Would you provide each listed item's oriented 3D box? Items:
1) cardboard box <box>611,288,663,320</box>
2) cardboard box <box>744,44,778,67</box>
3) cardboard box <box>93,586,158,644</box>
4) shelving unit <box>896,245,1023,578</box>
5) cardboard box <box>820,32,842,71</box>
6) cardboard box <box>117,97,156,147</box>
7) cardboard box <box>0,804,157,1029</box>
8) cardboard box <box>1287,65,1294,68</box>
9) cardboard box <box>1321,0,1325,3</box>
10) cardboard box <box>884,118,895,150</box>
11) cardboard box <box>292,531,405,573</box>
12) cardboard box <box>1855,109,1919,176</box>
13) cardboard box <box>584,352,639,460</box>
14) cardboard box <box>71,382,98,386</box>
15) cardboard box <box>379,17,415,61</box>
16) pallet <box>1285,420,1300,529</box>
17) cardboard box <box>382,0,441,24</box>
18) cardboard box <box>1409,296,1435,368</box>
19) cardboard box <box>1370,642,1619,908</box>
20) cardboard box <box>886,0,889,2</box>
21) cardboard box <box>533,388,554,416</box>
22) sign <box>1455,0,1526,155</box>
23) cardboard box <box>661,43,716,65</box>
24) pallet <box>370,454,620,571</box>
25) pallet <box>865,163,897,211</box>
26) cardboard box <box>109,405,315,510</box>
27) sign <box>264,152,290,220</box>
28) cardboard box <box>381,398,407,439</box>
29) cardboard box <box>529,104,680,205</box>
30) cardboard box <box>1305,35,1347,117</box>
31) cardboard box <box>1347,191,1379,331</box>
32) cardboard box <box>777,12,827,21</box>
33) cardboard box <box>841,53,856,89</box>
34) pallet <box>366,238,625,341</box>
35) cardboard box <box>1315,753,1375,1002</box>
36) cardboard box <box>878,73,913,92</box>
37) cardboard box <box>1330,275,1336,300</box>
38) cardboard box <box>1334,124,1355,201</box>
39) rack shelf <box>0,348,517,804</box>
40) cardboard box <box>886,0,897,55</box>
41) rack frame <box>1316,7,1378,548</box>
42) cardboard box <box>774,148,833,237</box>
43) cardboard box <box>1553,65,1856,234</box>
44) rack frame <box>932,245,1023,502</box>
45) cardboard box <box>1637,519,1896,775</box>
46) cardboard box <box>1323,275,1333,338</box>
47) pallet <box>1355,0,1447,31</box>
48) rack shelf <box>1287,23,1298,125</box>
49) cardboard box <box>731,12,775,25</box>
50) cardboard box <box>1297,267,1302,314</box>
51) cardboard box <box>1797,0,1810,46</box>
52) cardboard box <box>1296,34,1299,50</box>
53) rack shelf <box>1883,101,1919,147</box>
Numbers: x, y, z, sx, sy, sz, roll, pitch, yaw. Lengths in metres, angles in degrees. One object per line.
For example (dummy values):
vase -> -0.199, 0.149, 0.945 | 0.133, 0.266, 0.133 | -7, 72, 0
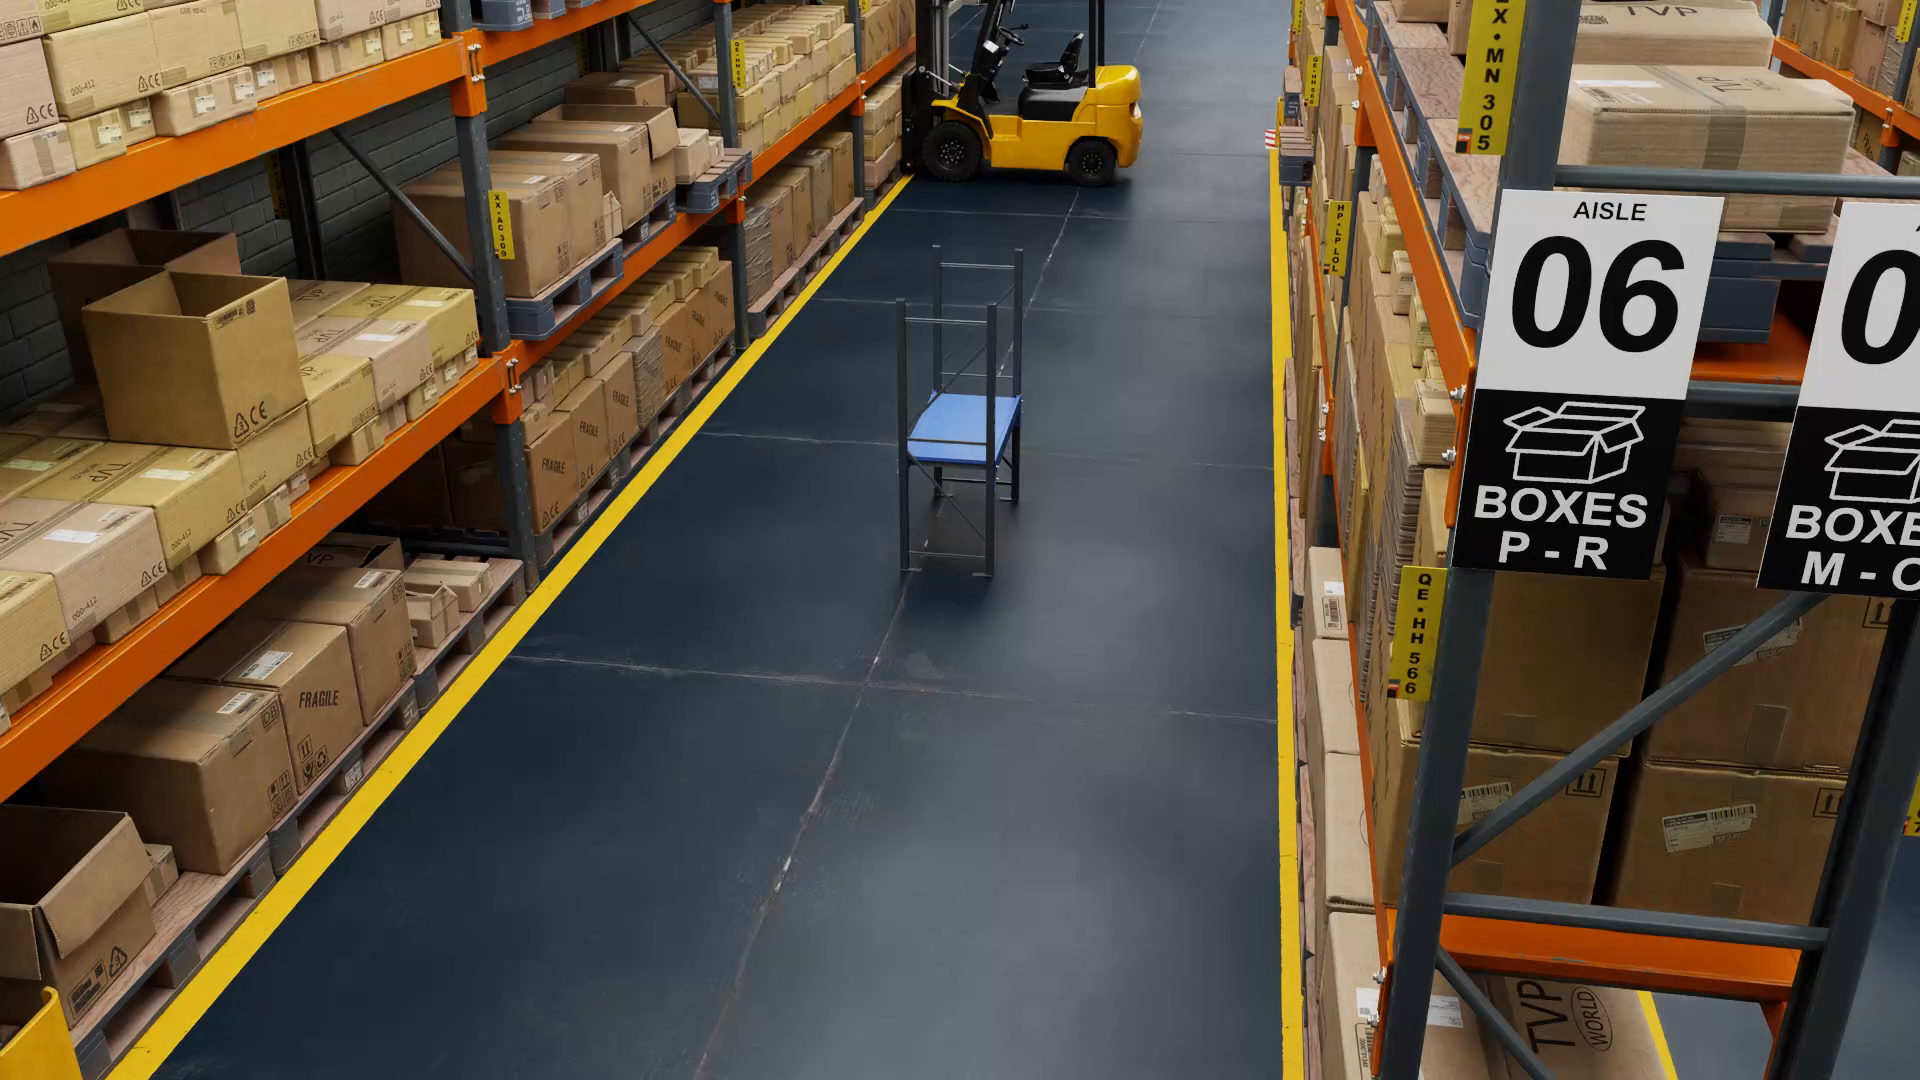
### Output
cardboard box -> -2.118, -1.499, 10.603 | 0.380, 0.149, 0.250 | 4, 25, 8
cardboard box -> -1.615, -3.697, 12.727 | 0.380, 0.149, 0.250 | 4, 25, 9
cardboard box -> -2.936, 0.211, 5.557 | 0.380, 0.149, 0.250 | 5, 26, 10
shelving unit -> 0.014, -0.715, 9.008 | 0.538, 1.500, 1.048 | 4, 25, 9
cardboard box -> -1.310, -4.199, 14.270 | 0.500, 0.250, 0.500 | 3, 25, 7
cardboard box -> -2.852, -1.355, 5.365 | 0.380, 0.149, 0.250 | 4, 25, 8
cardboard box -> -3.173, 1.230, 5.532 | 0.797, 0.503, 0.637 | 3, 25, 6
cardboard box -> 3.738, -4.767, 17.758 | 0.500, 0.500, 0.500 | 3, 25, 7
cardboard box -> 2.991, -4.168, 12.886 | 0.380, 0.149, 0.250 | 5, 26, 11
cardboard box -> -0.941, -4.043, 16.507 | 0.500, 0.250, 0.500 | 4, 25, 8
cardboard box -> -3.054, 0.154, 8.059 | 0.500, 0.311, 0.500 | 5, 26, 10
cardboard box -> 8.564, -3.323, 14.821 | 0.875, 0.875, 0.875 | 4, 25, 9
cardboard box -> -2.248, -0.810, 9.896 | 0.500, 0.500, 0.500 | 3, 25, 7
cardboard box -> -3.221, -0.586, 6.790 | 0.500, 0.250, 0.500 | 5, 25, 10
cardboard box -> -2.523, -2.105, 6.968 | 0.380, 0.149, 0.250 | 4, 25, 8
pallet -> 2.434, -0.368, 9.787 | 1.003, 0.211, 1.213 | 4, 25, 9
cardboard box -> -2.544, -2.340, 6.998 | 0.500, 0.250, 0.500 | 4, 25, 9
cardboard box -> 1.547, -0.612, 4.956 | 0.380, 0.149, 0.250 | 5, 25, 10
cardboard box -> 1.349, 0.616, 4.277 | 0.500, 0.500, 0.500 | 4, 25, 9
cardboard box -> -0.880, -5.361, 16.281 | 0.380, 0.149, 0.250 | 4, 25, 8
cardboard box -> -2.423, -0.738, 8.977 | 0.380, 0.149, 0.250 | 3, 25, 7
sign -> 0.998, -0.886, 3.114 | 0.100, 0.325, 0.005 | 4, 25, 9
cardboard box -> -2.080, -3.728, 12.794 | 0.380, 0.149, 0.250 | 4, 25, 8
pallet -> -2.617, -0.214, 9.457 | 1.003, 0.211, 1.213 | 4, 25, 9
pallet -> -1.234, -3.546, 16.577 | 1.003, 0.211, 1.213 | 4, 25, 9
cardboard box -> -2.802, -0.337, 6.258 | 0.500, 0.250, 0.500 | 3, 25, 7
sign -> -3.261, -1.695, 7.967 | 0.100, 0.325, 0.005 | 4, 25, 9
cardboard box -> -2.625, -0.540, 7.163 | 0.380, 0.149, 0.250 | 5, 25, 10
cardboard box -> -2.143, -2.348, 10.111 | 0.797, 0.503, 0.637 | 3, 25, 7
cardboard box -> 2.712, -3.261, 11.714 | 0.500, 0.500, 0.500 | 4, 25, 8
cardboard box -> 1.868, -1.107, 6.780 | 0.500, 0.500, 0.500 | 4, 25, 9
cardboard box -> -1.358, -4.453, 14.341 | 0.380, 0.149, 0.250 | 4, 25, 8
cardboard box -> -1.229, -4.183, 14.825 | 0.500, 0.250, 0.500 | 5, 25, 10
pallet -> -2.474, -1.373, 8.872 | 1.003, 0.211, 1.213 | 4, 25, 9
cardboard box -> 1.682, 1.185, 5.706 | 0.875, 0.438, 0.875 | 5, 25, 10
cardboard box -> -0.760, -4.699, 17.319 | 0.500, 0.250, 0.500 | 4, 25, 7
cardboard box -> 2.092, -1.361, 8.206 | 0.500, 0.250, 0.500 | 5, 25, 10
cardboard box -> 2.088, -1.711, 8.069 | 0.500, 0.500, 0.500 | 5, 25, 10
rack shelf -> -3.039, 0.029, 6.499 | 1.077, 0.370, 4.000 | 4, 25, 9
cardboard box -> -0.925, -5.123, 16.539 | 0.500, 0.500, 0.500 | 4, 25, 8
rack frame -> 2.185, -0.791, 7.402 | 1.000, 3.000, 0.127 | 4, 25, 9
cardboard box -> -1.614, -3.051, 14.536 | 0.875, 0.625, 0.625 | 4, 25, 8
cardboard box -> 1.516, -0.839, 3.529 | 0.500, 0.250, 0.500 | 2, 25, 4
rack frame -> 0.097, -0.928, 9.462 | 0.500, 1.500, 0.032 | 4, 25, 9
cardboard box -> 1.891, 0.202, 3.982 | 0.500, 0.500, 0.500 | 3, 25, 7
cardboard box -> 2.094, -1.141, 8.327 | 0.500, 0.250, 0.500 | 4, 25, 8
pallet -> 2.286, -2.450, 7.634 | 0.805, 0.209, 1.217 | 3, 25, 6
rack shelf -> 3.819, -4.648, 16.490 | 1.077, 0.370, 4.000 | 4, 25, 9
cardboard box -> -1.811, -4.474, 14.386 | 0.380, 0.149, 0.250 | 4, 25, 8
cardboard box -> 2.941, -1.700, 11.948 | 0.950, 0.372, 0.625 | 2, 25, 5
cardboard box -> 8.962, -5.188, 16.618 | 0.875, 0.550, 0.550 | 4, 25, 9
cardboard box -> 3.477, -4.953, 15.825 | 0.500, 0.500, 0.500 | 5, 25, 10
rack shelf -> 8.066, -2.674, 12.274 | 1.077, 0.370, 4.000 | 4, 25, 9
